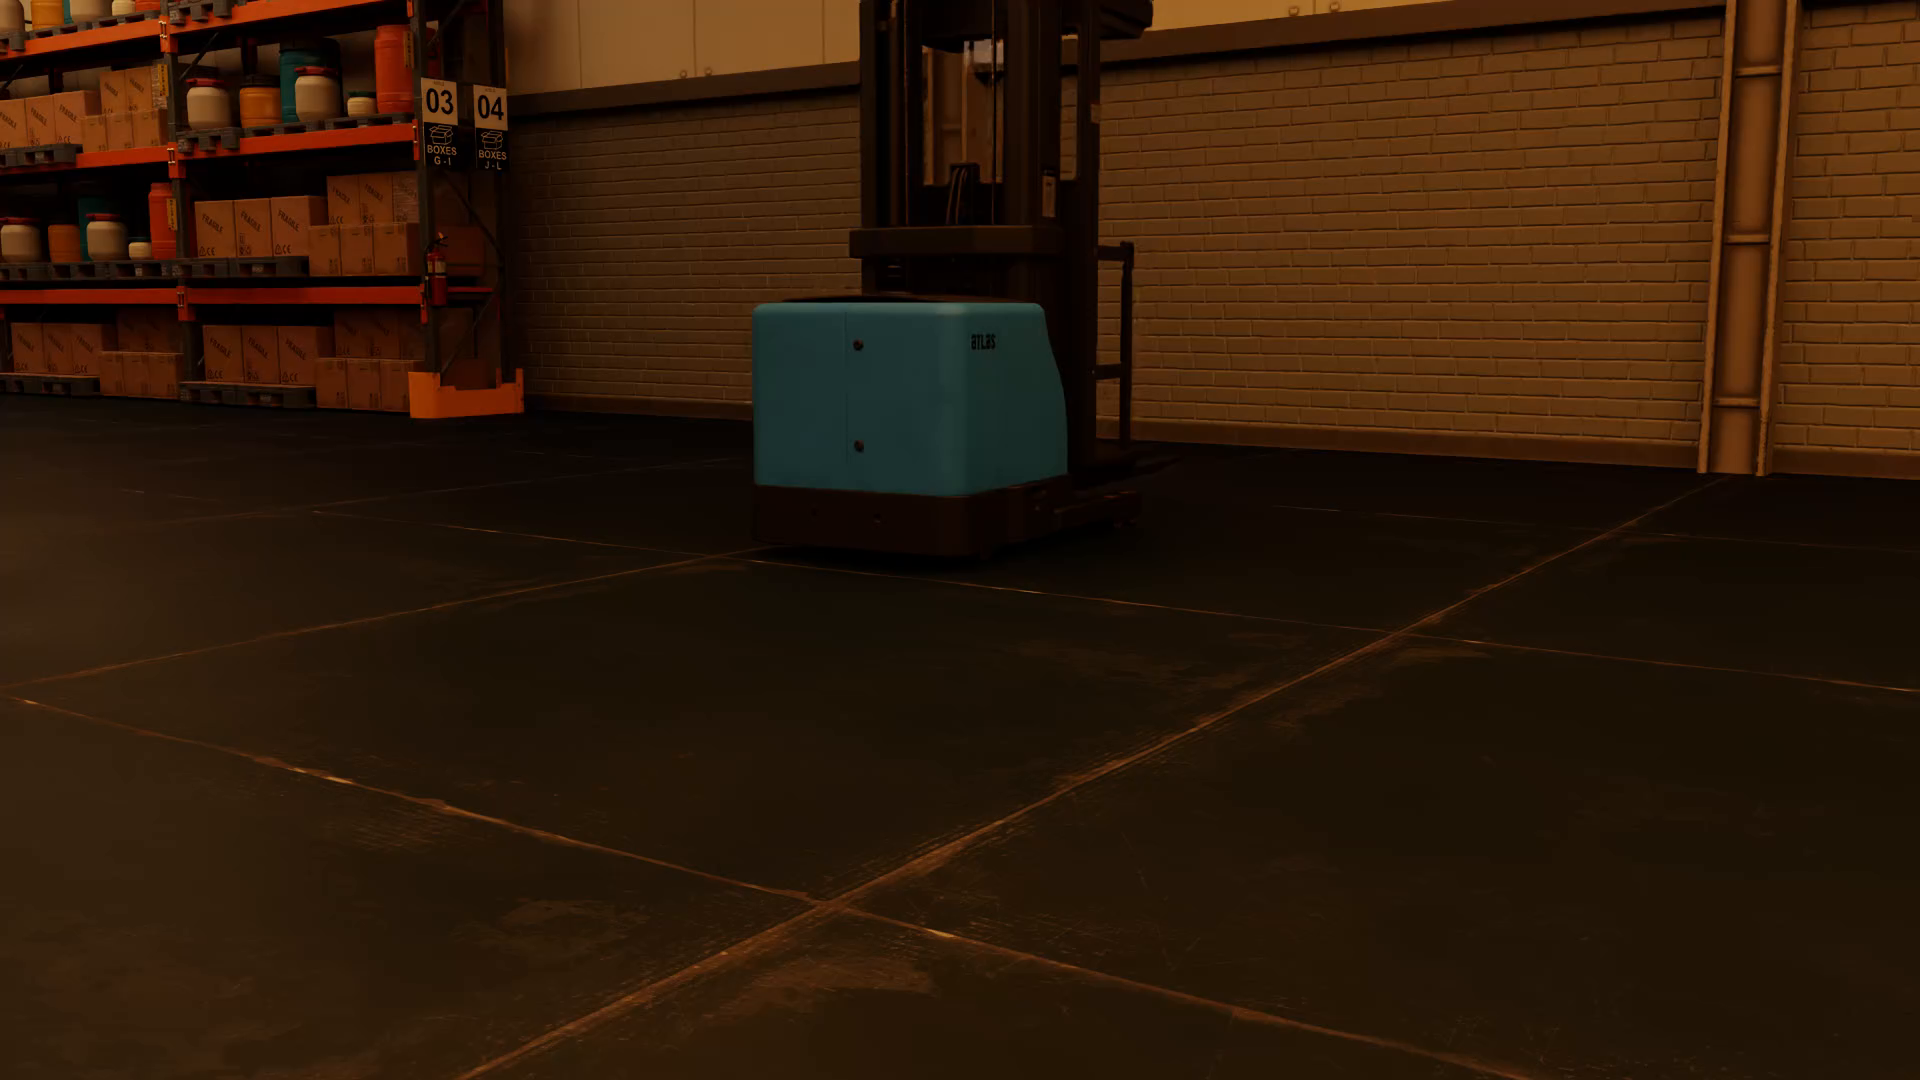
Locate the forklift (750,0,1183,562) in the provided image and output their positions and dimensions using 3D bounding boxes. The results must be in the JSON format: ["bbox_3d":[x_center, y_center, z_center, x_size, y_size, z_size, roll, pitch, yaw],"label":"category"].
[{"bbox_3d":[0.244,-1.531,7.959,1.130,2.935,3.031,4,9,28],"label":"forklift"}]
